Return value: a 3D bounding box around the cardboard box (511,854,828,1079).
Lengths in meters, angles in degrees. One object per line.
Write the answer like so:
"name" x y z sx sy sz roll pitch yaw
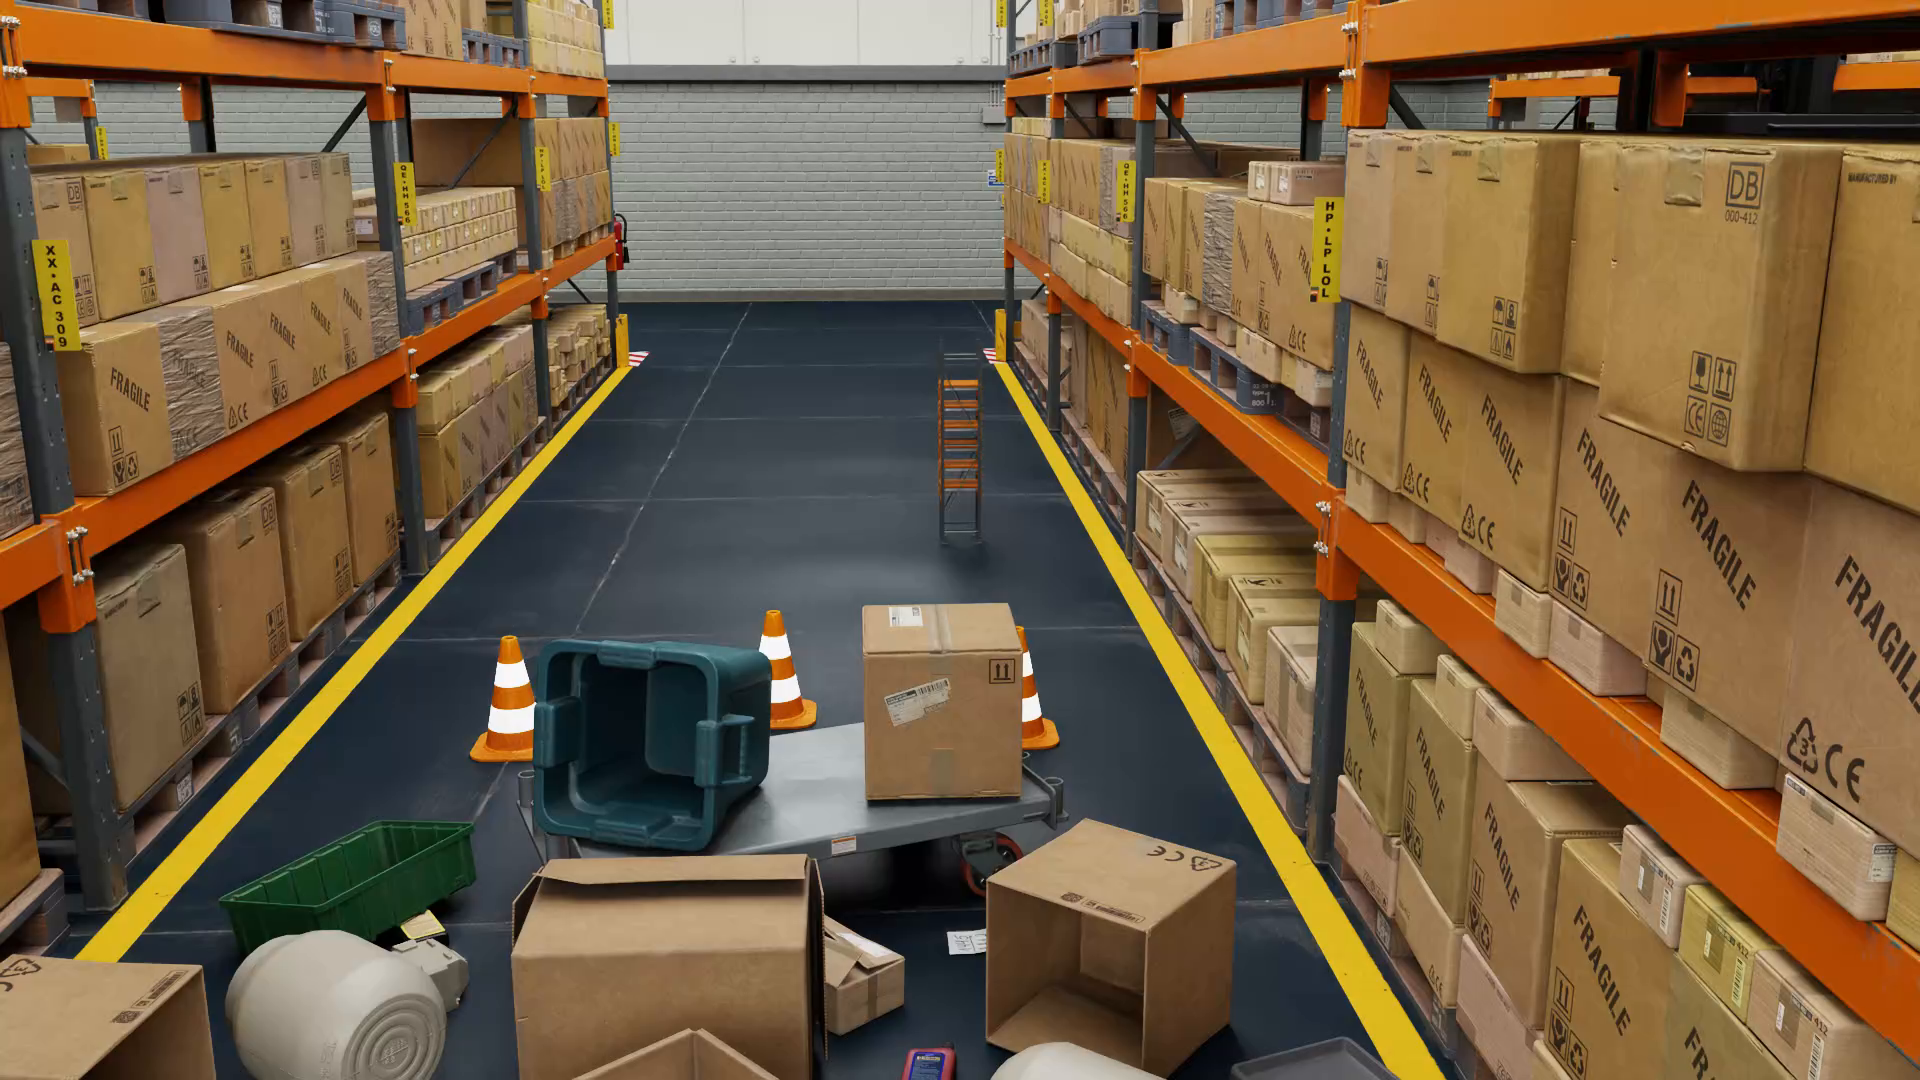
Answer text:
"cardboard box" -0.746 1.150 4.275 0.797 0.637 0.503 -1 14 -3

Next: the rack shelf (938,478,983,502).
"rack shelf" 0.001 -0.302 9.934 0.258 0.103 0.180 -1 14 -3

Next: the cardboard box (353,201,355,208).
"cardboard box" -4.040 -2.057 10.470 0.380 0.149 0.250 0 14 -1

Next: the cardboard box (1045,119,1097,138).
"cardboard box" 0.876 -3.266 13.191 0.380 0.149 0.250 -1 14 -5

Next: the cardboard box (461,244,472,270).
"cardboard box" -3.399 -1.842 10.826 0.380 0.149 0.250 -1 14 -5

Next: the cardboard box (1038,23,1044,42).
"cardboard box" 0.837 -4.150 13.577 0.380 0.149 0.250 -1 14 -2

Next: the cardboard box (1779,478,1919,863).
"cardboard box" 1.621 0.189 2.474 0.500 0.500 0.500 -1 14 -3

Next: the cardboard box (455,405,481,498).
"cardboard box" -3.298 -0.549 10.313 0.500 0.500 0.500 -1 14 -3

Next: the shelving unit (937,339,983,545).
"shelving unit" 0.001 -0.577 9.863 0.258 1.200 0.189 -1 14 -3

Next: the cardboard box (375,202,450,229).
"cardboard box" -3.374 -2.000 10.247 0.380 0.149 0.250 0 14 -1

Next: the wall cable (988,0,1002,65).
"wall cable" 0.331 -7.658 21.731 0.463 3.000 0.029 -1 14 -3

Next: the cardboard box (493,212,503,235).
"cardboard box" -3.470 -2.249 11.810 0.380 0.149 0.250 0 14 -1

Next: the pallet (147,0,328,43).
"pallet" -3.309 -2.175 6.819 1.003 0.211 1.213 0 14 -1

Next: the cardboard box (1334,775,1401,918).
"cardboard box" 1.475 0.921 5.101 0.500 0.250 0.500 -2 15 -6

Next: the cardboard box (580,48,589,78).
"cardboard box" -3.621 -4.261 14.850 0.500 0.250 0.500 0 14 -1

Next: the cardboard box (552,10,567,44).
"cardboard box" -3.555 -4.241 13.767 0.500 0.250 0.500 -1 14 -2

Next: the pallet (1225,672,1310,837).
"pallet" 1.659 0.799 6.498 1.003 0.211 1.213 -1 14 -3

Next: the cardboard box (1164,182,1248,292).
"cardboard box" 1.297 -1.504 8.210 0.500 0.500 0.500 0 14 -1

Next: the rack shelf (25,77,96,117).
"rack shelf" -8.802 -3.796 14.185 1.077 0.370 4.000 -1 14 -3

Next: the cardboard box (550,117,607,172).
"cardboard box" -3.693 -3.808 16.001 0.500 0.500 0.500 -1 14 -5

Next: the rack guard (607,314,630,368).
"rack guard" -3.965 -2.011 16.840 1.175 0.500 0.348 -1 14 -3

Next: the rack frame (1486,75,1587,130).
"rack frame" 5.919 -3.420 17.298 1.000 3.000 0.127 -1 14 -3

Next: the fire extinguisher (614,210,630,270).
"fire extinguisher" -3.524 -3.092 16.929 0.296 0.674 0.183 -1 14 -3

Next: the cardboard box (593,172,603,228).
"cardboard box" -3.658 -3.197 15.636 0.500 0.500 0.500 -1 14 -4

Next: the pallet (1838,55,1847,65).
"pallet" 6.204 -3.366 11.445 1.213 0.211 1.003 -1 14 -3

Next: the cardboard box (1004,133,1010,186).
"cardboard box" 0.710 -3.751 16.379 0.500 0.500 0.500 -1 14 -5

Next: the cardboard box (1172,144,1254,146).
"cardboard box" 1.617 -2.264 10.598 0.500 0.500 0.500 0 14 -2

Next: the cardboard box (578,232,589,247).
"cardboard box" -3.633 -2.789 15.349 0.380 0.149 0.250 -2 15 -6

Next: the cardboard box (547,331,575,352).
"cardboard box" -3.532 -1.706 14.323 0.380 0.149 0.250 -1 14 -2

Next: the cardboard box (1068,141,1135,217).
"cardboard box" 1.041 -2.515 11.576 0.500 0.500 0.500 -1 14 -5

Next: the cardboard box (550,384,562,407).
"cardboard box" -3.424 -1.164 13.410 0.380 0.149 0.250 -2 15 -6

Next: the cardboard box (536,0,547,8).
"cardboard box" -3.524 -4.332 13.323 0.380 0.149 0.250 -1 14 -5

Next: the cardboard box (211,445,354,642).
"cardboard box" -3.468 0.005 7.659 1.050 0.750 0.750 -1 14 -3

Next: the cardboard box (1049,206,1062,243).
"cardboard box" 0.958 -2.403 12.645 0.500 0.250 0.500 -1 14 -5

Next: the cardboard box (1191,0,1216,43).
"cardboard box" 1.509 -2.618 7.961 0.700 0.500 0.500 -1 14 -3

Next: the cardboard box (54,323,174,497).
"cardboard box" -2.990 -0.440 5.515 0.500 0.500 0.500 -1 14 -3

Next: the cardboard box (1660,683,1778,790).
"cardboard box" 1.570 0.352 3.143 0.380 0.149 0.250 -1 14 -4

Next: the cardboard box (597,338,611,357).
"cardboard box" -3.612 -1.873 16.166 0.380 0.149 0.250 0 14 -2

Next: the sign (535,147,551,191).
"sign" -3.168 -2.816 12.628 0.100 0.325 0.005 -1 14 -3

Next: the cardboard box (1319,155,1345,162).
"cardboard box" 1.843 -1.660 7.517 0.380 0.149 0.250 -2 15 -6

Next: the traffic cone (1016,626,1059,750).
"traffic cone" 0.234 0.584 6.828 0.336 0.463 0.334 -1 14 -3

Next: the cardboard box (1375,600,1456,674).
"cardboard box" 1.423 0.276 4.803 0.380 0.149 0.250 -1 14 -3

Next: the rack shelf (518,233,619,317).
"rack shelf" -3.846 -2.395 14.759 1.077 0.370 4.000 -1 14 -3

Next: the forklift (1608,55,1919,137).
"forklift" 3.548 -0.836 7.394 1.130 2.935 3.031 -1 14 -5

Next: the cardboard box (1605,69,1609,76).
"cardboard box" 5.831 -4.097 14.414 0.380 0.149 0.250 0 14 -2

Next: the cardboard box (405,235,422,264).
"cardboard box" -3.322 -1.668 9.553 0.380 0.149 0.250 0 14 -1

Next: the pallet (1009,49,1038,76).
"pallet" 1.021 -4.568 15.918 1.003 0.211 1.213 -1 14 -3

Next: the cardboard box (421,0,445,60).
"cardboard box" -3.282 -3.023 9.534 0.500 0.500 0.500 -1 14 -3

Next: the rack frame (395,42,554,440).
"rack frame" -3.722 -2.246 12.736 1.000 3.000 0.127 -1 14 -3

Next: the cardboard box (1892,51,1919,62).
"cardboard box" 6.108 -3.059 10.178 0.500 0.250 0.500 -1 14 -3

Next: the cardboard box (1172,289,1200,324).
"cardboard box" 1.246 -1.142 8.108 0.380 0.149 0.250 -1 14 -3

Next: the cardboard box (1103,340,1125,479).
"cardboard box" 1.449 -0.922 11.012 0.875 0.875 0.875 -1 14 -3
